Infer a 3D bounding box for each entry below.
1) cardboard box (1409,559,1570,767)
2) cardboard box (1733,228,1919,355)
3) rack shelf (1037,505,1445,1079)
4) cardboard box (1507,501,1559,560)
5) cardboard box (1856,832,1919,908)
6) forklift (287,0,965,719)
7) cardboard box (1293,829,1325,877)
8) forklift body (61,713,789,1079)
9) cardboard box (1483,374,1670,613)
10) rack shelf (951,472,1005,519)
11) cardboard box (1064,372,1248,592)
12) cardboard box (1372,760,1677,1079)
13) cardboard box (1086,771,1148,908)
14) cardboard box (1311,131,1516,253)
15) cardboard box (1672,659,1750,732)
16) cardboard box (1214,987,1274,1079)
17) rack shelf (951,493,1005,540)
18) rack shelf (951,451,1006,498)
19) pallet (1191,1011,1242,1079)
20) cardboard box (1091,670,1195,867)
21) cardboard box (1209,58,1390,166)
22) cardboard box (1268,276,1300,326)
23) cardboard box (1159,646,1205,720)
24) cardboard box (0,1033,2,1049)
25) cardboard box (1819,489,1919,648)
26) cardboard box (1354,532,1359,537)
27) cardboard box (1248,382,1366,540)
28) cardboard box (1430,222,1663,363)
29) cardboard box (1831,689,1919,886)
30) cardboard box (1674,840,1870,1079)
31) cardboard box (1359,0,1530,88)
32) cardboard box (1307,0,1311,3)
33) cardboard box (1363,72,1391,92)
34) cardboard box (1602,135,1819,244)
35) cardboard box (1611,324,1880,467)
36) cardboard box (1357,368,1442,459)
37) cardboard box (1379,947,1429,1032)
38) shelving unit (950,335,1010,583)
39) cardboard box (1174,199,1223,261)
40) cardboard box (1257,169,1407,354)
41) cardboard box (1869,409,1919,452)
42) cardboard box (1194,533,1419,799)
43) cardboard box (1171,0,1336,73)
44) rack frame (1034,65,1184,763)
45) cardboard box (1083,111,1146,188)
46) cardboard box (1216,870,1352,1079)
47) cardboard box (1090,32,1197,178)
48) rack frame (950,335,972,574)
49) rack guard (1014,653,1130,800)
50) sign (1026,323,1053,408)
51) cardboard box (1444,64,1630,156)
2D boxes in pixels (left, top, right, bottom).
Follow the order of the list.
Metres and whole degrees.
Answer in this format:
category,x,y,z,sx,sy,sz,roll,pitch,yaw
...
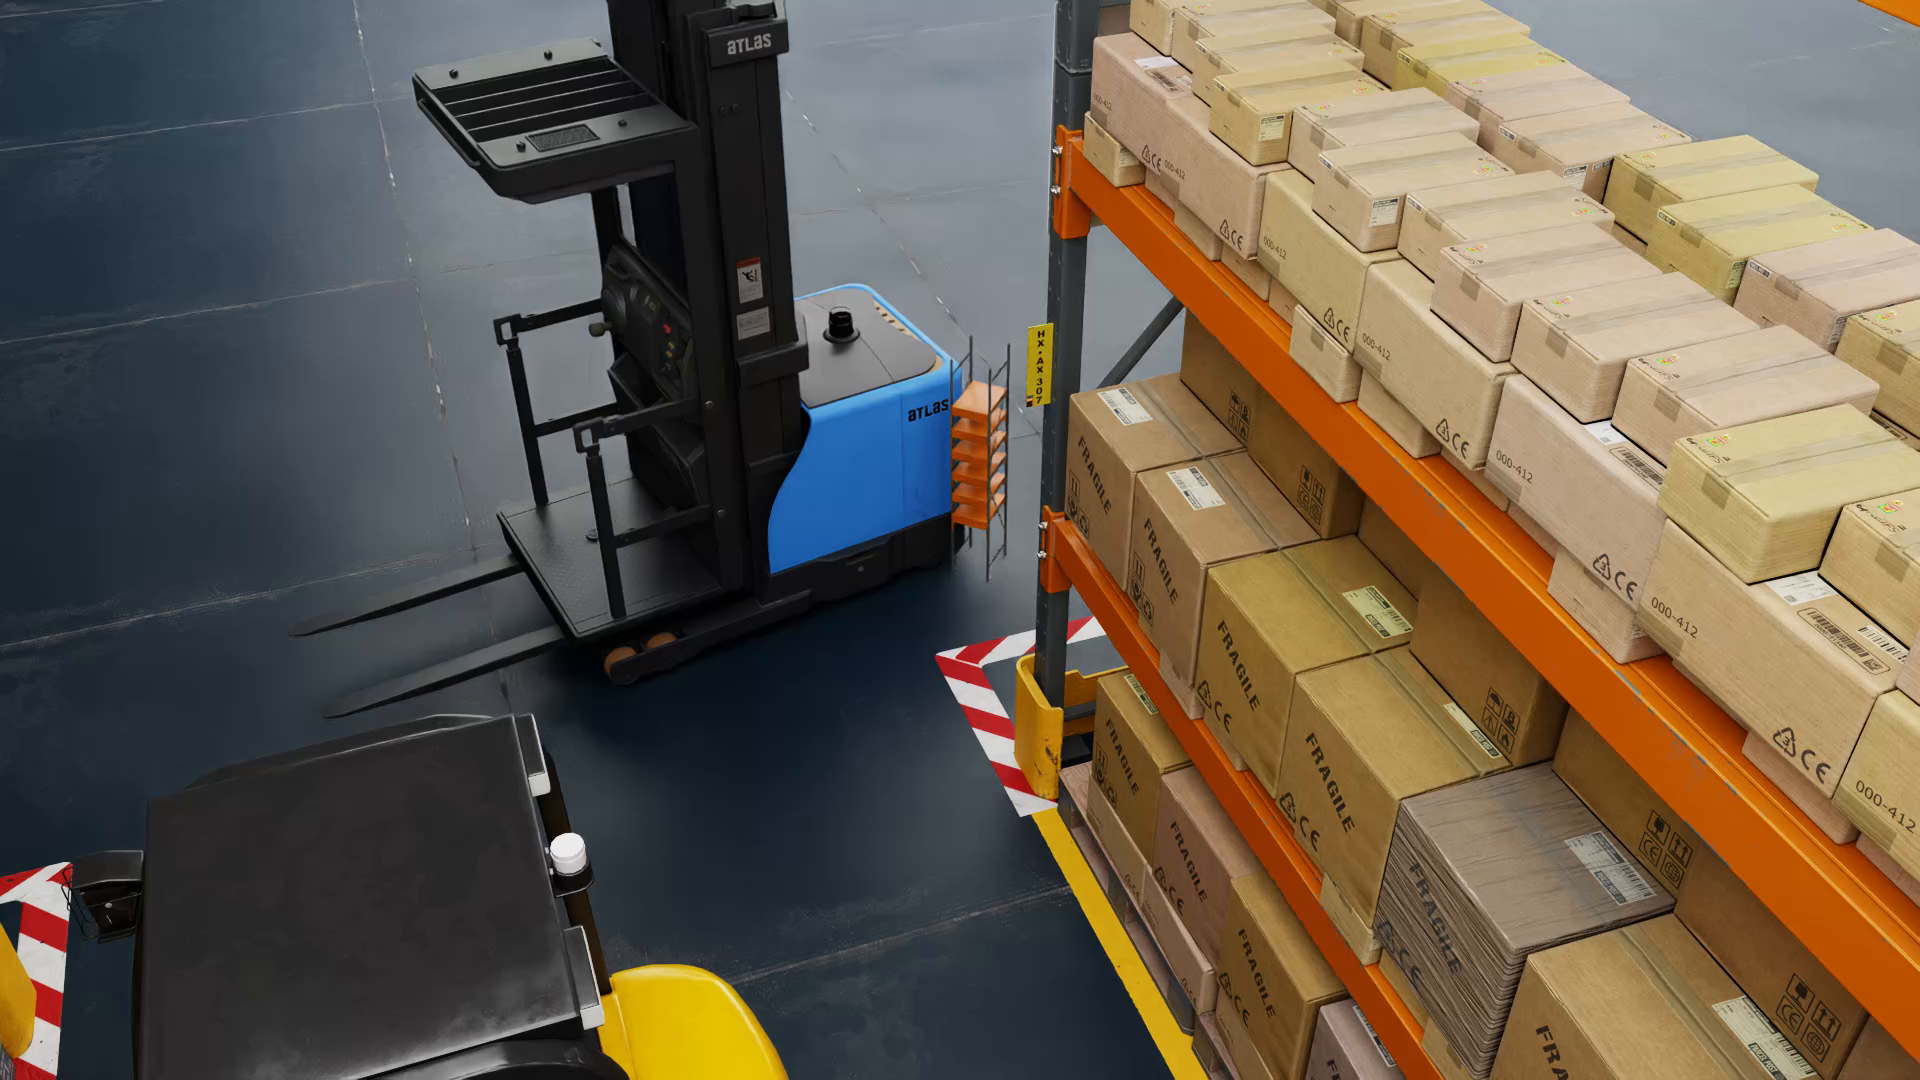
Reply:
category,x,y,z,sx,sy,sz,roll,pitch,yaw
cardboard box,1.654,0.170,4.370,0.700,0.500,0.500,-13,39,-16
cardboard box,1.867,-0.506,3.482,0.380,0.149,0.250,-13,39,-17
rack shelf,1.481,1.037,4.978,1.077,0.370,4.000,-12,39,-16
cardboard box,1.423,-0.081,3.581,0.380,0.149,0.250,-12,39,-15
cardboard box,1.770,0.506,2.801,0.380,0.149,0.250,-12,39,-15
forklift,-1.505,-0.892,6.998,3.031,2.935,1.130,-20,41,-24
cardboard box,1.205,0.846,4.843,0.380,0.149,0.250,-13,39,-17
forklift body,-1.501,1.682,4.229,2.313,2.155,1.214,-12,39,-16
cardboard box,1.427,-0.147,3.337,0.500,0.250,0.500,-13,39,-17
rack shelf,0.092,-0.227,7.825,0.180,0.103,0.258,15,40,18
cardboard box,0.695,-0.214,5.710,0.500,0.500,0.500,-13,39,-17
cardboard box,1.416,0.940,4.179,0.500,0.500,0.500,-11,38,-15
cardboard box,0.810,1.064,6.281,0.500,0.250,0.500,-13,39,-16
cardboard box,1.058,-0.818,3.896,0.380,0.149,0.250,-11,38,-15
cardboard box,1.616,0.213,3.189,0.380,0.149,0.250,-14,39,-17
cardboard box,1.178,1.659,5.490,0.500,0.250,0.500,-10,38,-13
rack shelf,0.092,-0.132,7.898,0.180,0.103,0.258,15,40,18
rack shelf,0.092,-0.322,7.752,0.180,0.103,0.258,15,40,18
pallet,1.481,1.931,5.511,1.003,0.211,1.213,-12,39,-16
cardboard box,0.819,0.777,6.038,0.500,0.500,0.500,-14,39,-17
cardboard box,0.869,-1.103,4.274,0.380,0.149,0.250,-13,39,-16
cardboard box,1.038,-0.653,4.339,0.380,0.149,0.250,-14,39,-17
cardboard box,0.874,0.414,5.415,0.380,0.149,0.250,-12,39,-15
cardboard box,-3.409,1.781,5.329,0.500,0.250,0.500,-12,39,-16
cardboard box,1.688,0.033,2.766,0.380,0.149,0.250,-12,38,-15
cardboard box,1.406,-0.005,5.433,0.500,0.500,0.500,-12,39,-16
cardboard box,1.340,-0.407,5.136,0.700,0.500,0.500,-12,39,-16
cardboard box,1.232,-0.526,3.509,0.380,0.149,0.250,-12,39,-15
cardboard box,1.763,0.428,2.573,0.500,0.250,0.500,-13,39,-16
cardboard box,2.066,0.735,3.619,0.700,0.500,0.500,-12,39,-16
cardboard box,1.344,-1.372,4.632,0.380,0.149,0.250,-13,39,-16
cardboard box,1.186,-1.666,5.022,0.380,0.149,0.250,-12,39,-16
cardboard box,1.381,-1.116,4.623,0.500,0.250,0.500,-13,39,-17
cardboard box,1.745,-0.807,3.881,0.380,0.149,0.250,-11,38,-15
cardboard box,1.482,-0.256,3.149,0.380,0.149,0.250,-13,39,-17
cardboard box,1.179,-0.353,3.942,0.380,0.149,0.250,-13,39,-17
cardboard box,1.359,1.138,4.455,0.380,0.149,0.250,-13,39,-17
shelving unit,0.092,-0.358,7.725,0.189,1.200,0.258,15,40,18
cardboard box,0.835,-0.936,4.716,0.380,0.149,0.250,-11,38,-15
cardboard box,1.080,-0.724,4.103,0.500,0.250,0.500,-11,38,-15
cardboard box,1.928,-0.258,3.483,0.500,0.250,0.500,-12,39,-16
cardboard box,1.053,0.366,4.941,0.500,0.500,0.500,-13,39,-17
cardboard box,0.825,-1.414,4.687,0.380,0.149,0.250,-13,39,-16
rack frame,0.792,-0.380,6.261,1.000,3.000,0.127,-12,39,-16
cardboard box,0.602,-1.223,5.096,0.380,0.149,0.250,-12,39,-16
cardboard box,1.168,1.357,5.268,0.500,0.500,0.500,-12,39,-15
cardboard box,0.715,-1.298,4.864,0.500,0.250,0.500,-13,39,-17
rack frame,0.008,-0.380,7.754,0.006,1.200,0.240,15,40,18
rack guard,0.818,0.662,6.956,1.175,0.500,0.348,-12,39,-16
sign,0.283,-0.613,5.851,0.100,0.325,0.005,-12,39,-16
cardboard box,1.460,-1.079,4.242,0.380,0.149,0.250,-12,39,-16
